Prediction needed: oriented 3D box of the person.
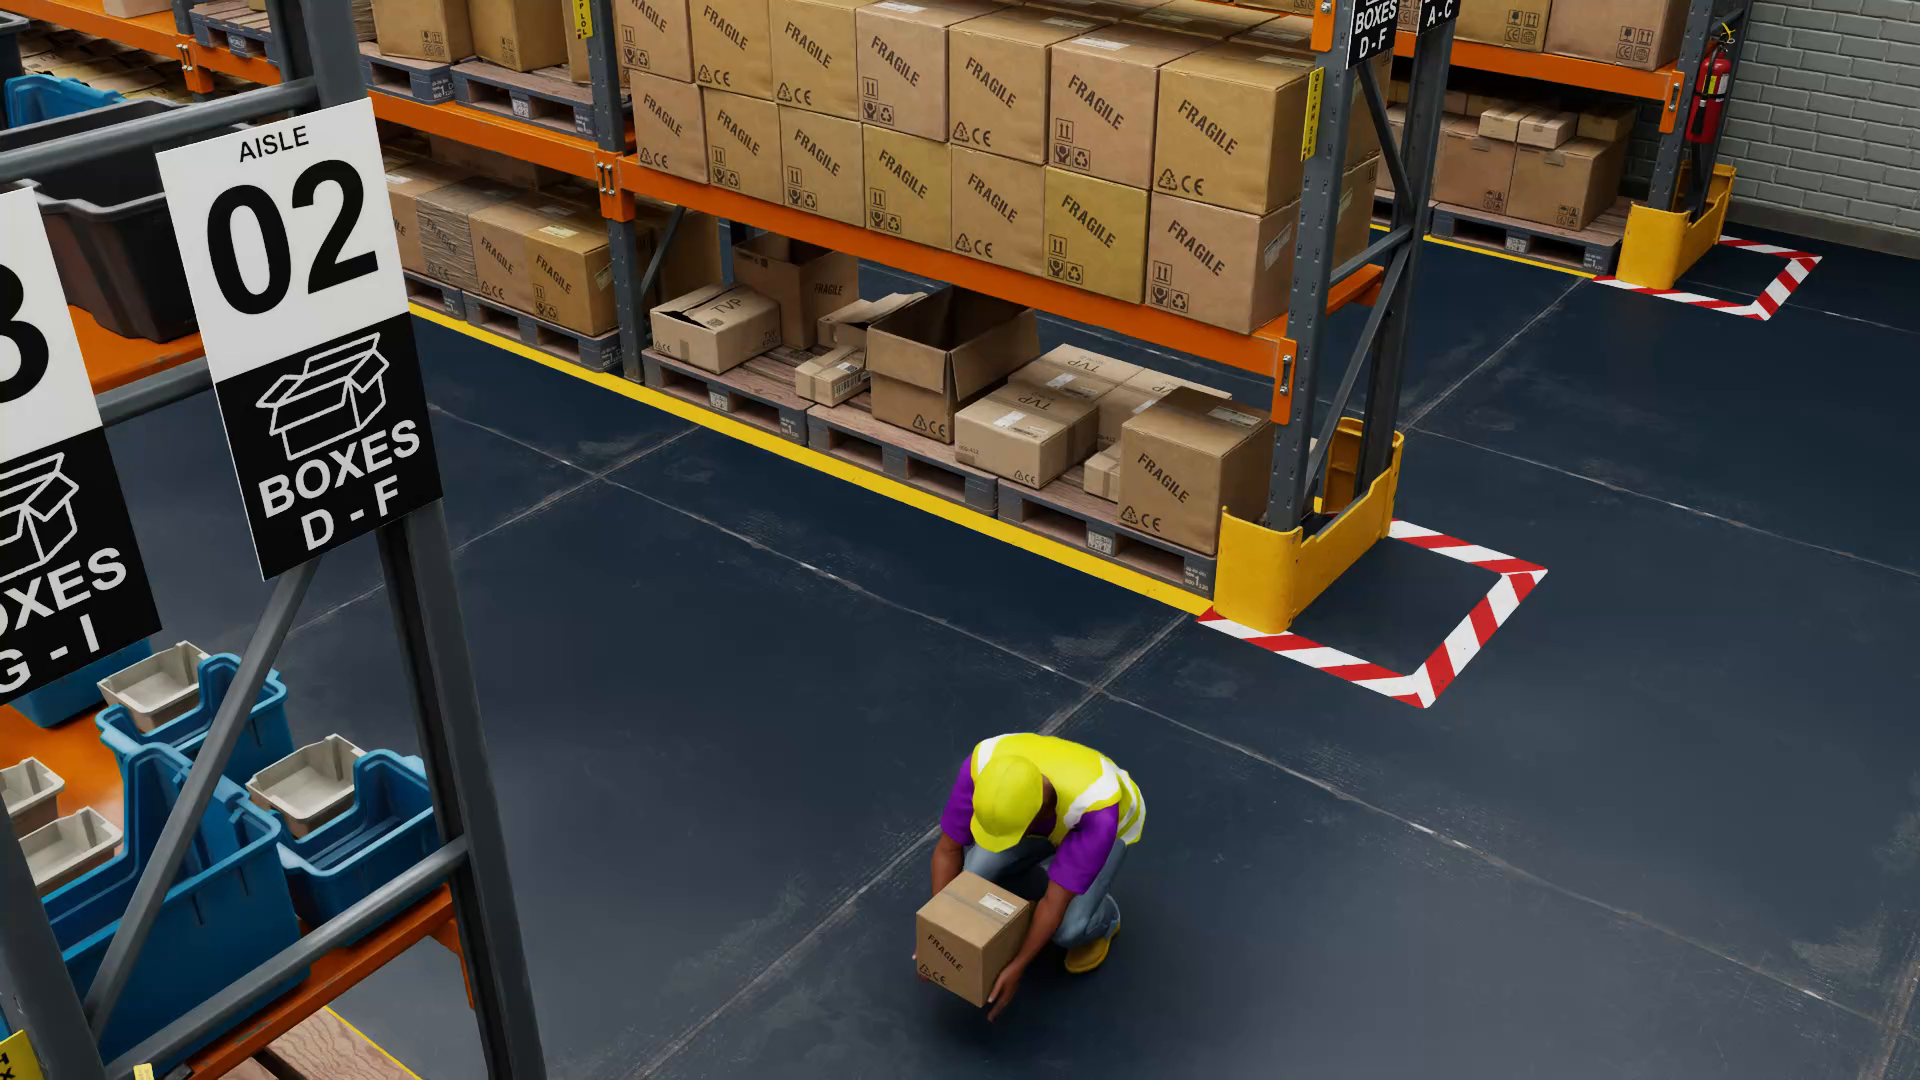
[{"bbox_3d":[-6.330,-1.008,8.566,15.740,1.000,2.546,21,36,31],"label":"person"}]
